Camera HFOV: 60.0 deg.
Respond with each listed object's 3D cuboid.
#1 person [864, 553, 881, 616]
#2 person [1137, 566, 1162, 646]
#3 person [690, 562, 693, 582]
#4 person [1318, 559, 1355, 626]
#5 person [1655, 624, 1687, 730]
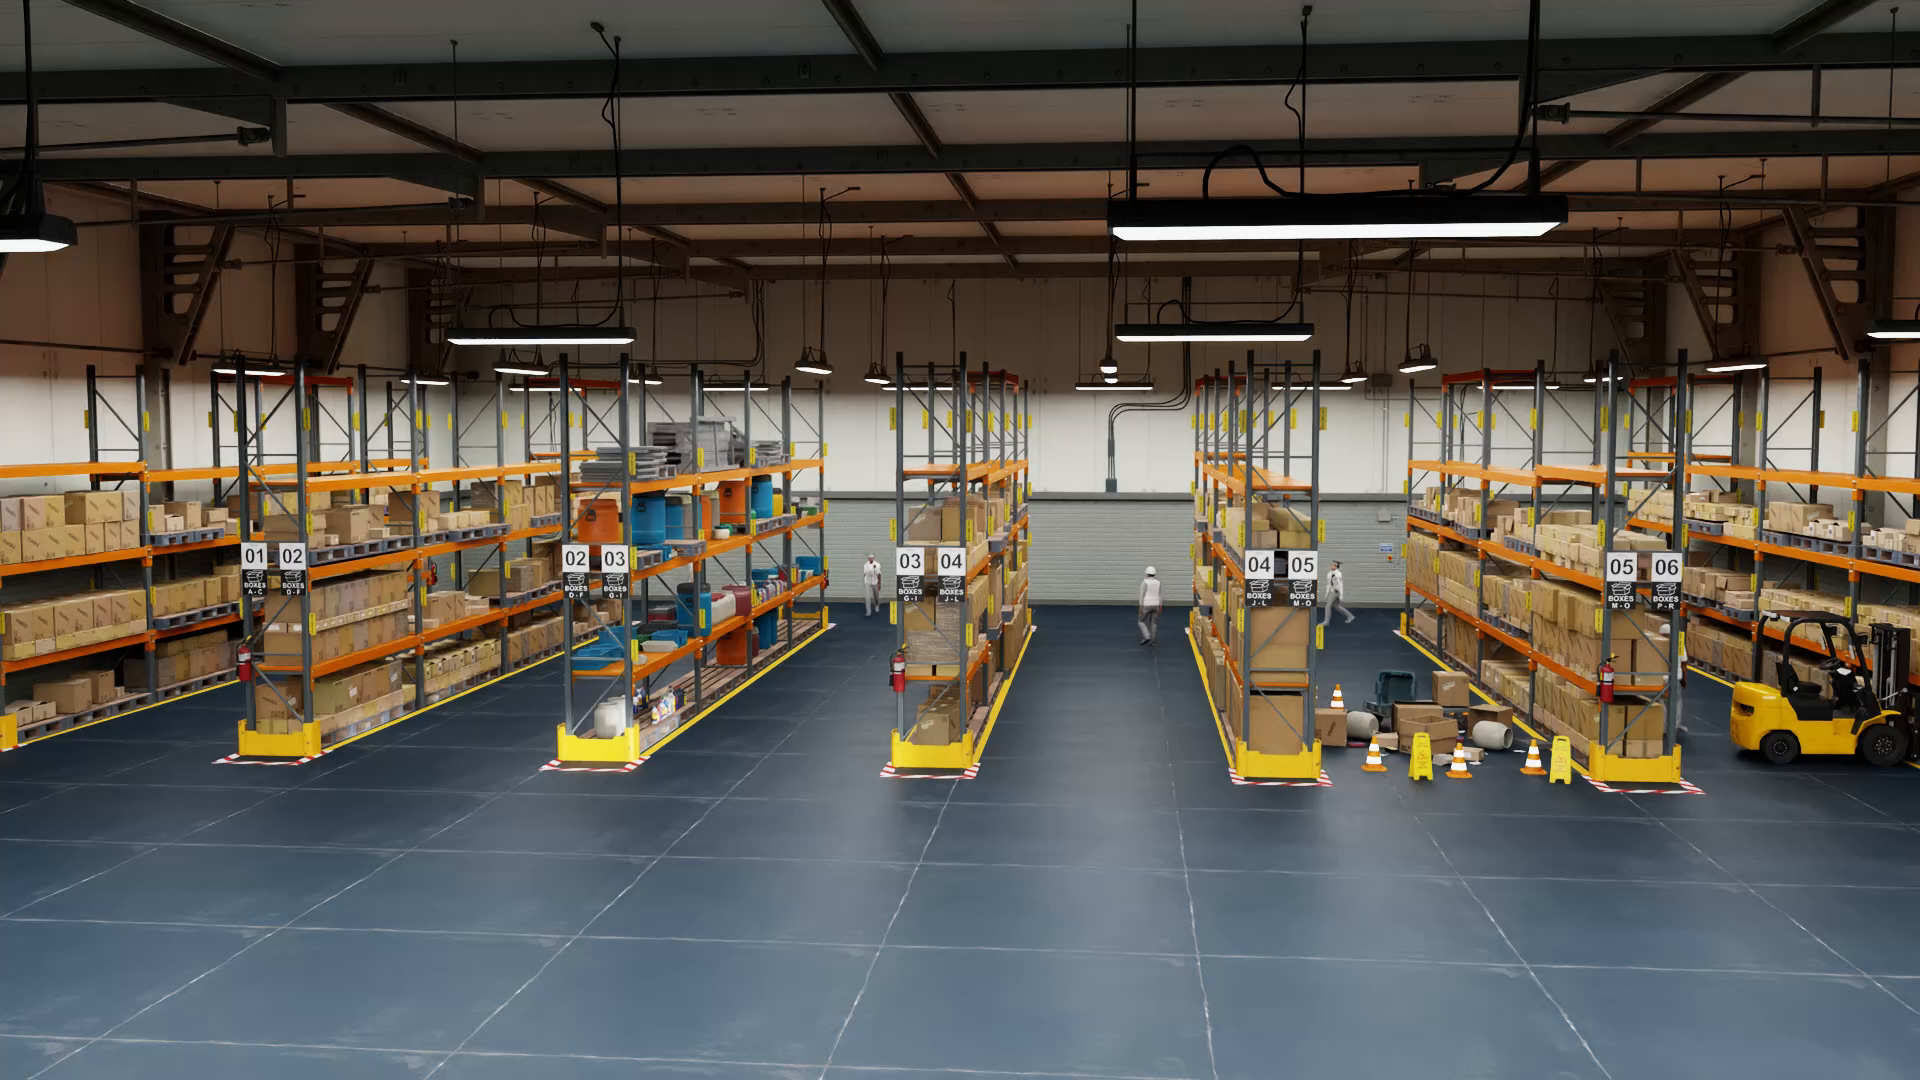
[{"bbox_3d":[-2.265,1.119,42.958,0.436,1.633,0.863,0,4,3],"label":"person"},{"bbox_3d":[4.267,1.476,37.155,0.571,1.775,0.458,-2,4,-22],"label":"person"},{"bbox_3d":[-6.808,1.129,42.551,0.476,1.668,0.472,0,4,-1],"label":"person"},{"bbox_3d":[9.201,1.280,40.633,0.933,1.644,0.470,0,4,-1],"label":"person"},{"bbox_3d":[11.355,2.204,26.652,0.594,1.705,0.472,0,4,4],"label":"person"}]
